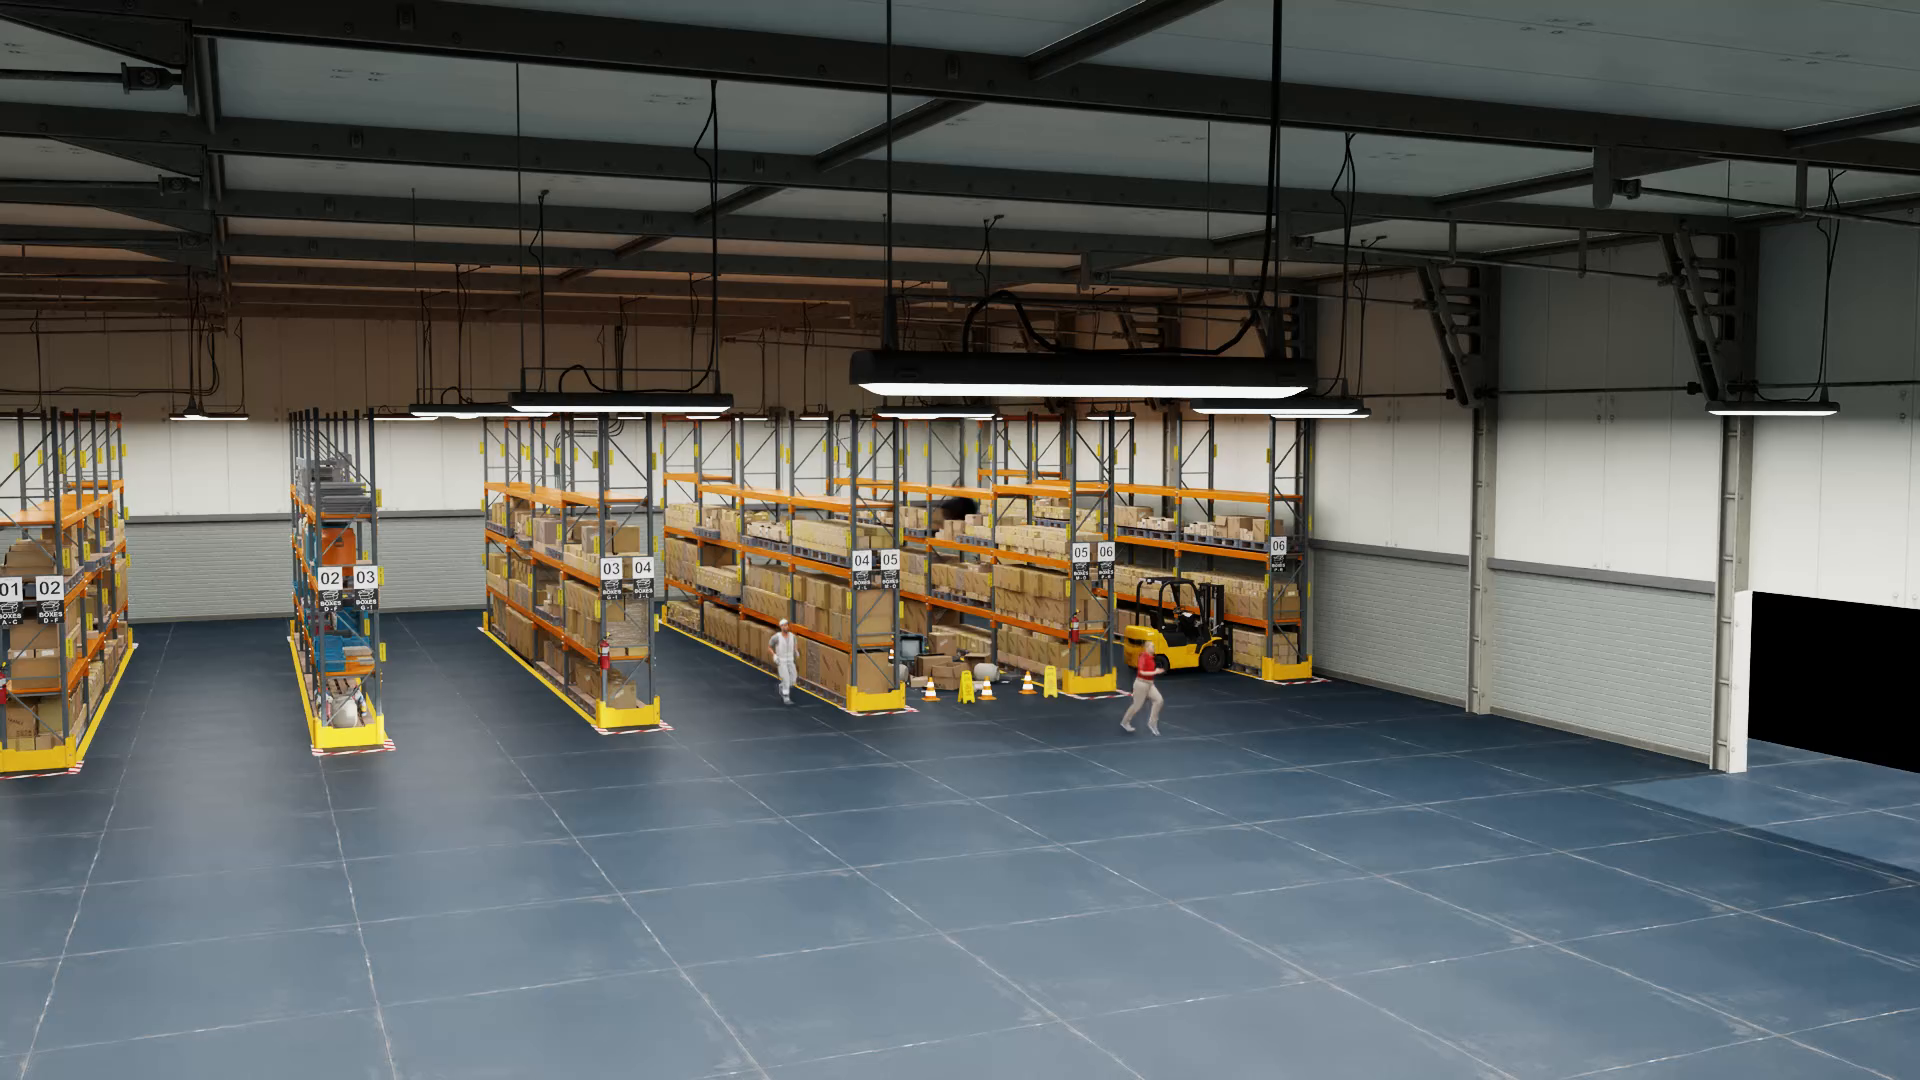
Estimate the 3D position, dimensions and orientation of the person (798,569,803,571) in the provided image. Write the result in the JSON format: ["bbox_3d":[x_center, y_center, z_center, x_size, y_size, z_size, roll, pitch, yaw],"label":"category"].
[{"bbox_3d":[-4.314,1.690,45.023,0.674,1.829,0.811,-2,5,-31],"label":"person"}]

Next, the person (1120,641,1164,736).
[{"bbox_3d":[3.369,2.733,30.634,0.874,1.777,0.686,2,5,27],"label":"person"}]

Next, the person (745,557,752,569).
[{"bbox_3d":[-6.554,1.330,51.223,0.580,1.624,0.552,3,5,39],"label":"person"}]

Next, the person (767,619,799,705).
[{"bbox_3d":[-3.587,2.476,33.884,0.651,1.747,0.692,-3,5,-33],"label":"person"}]
